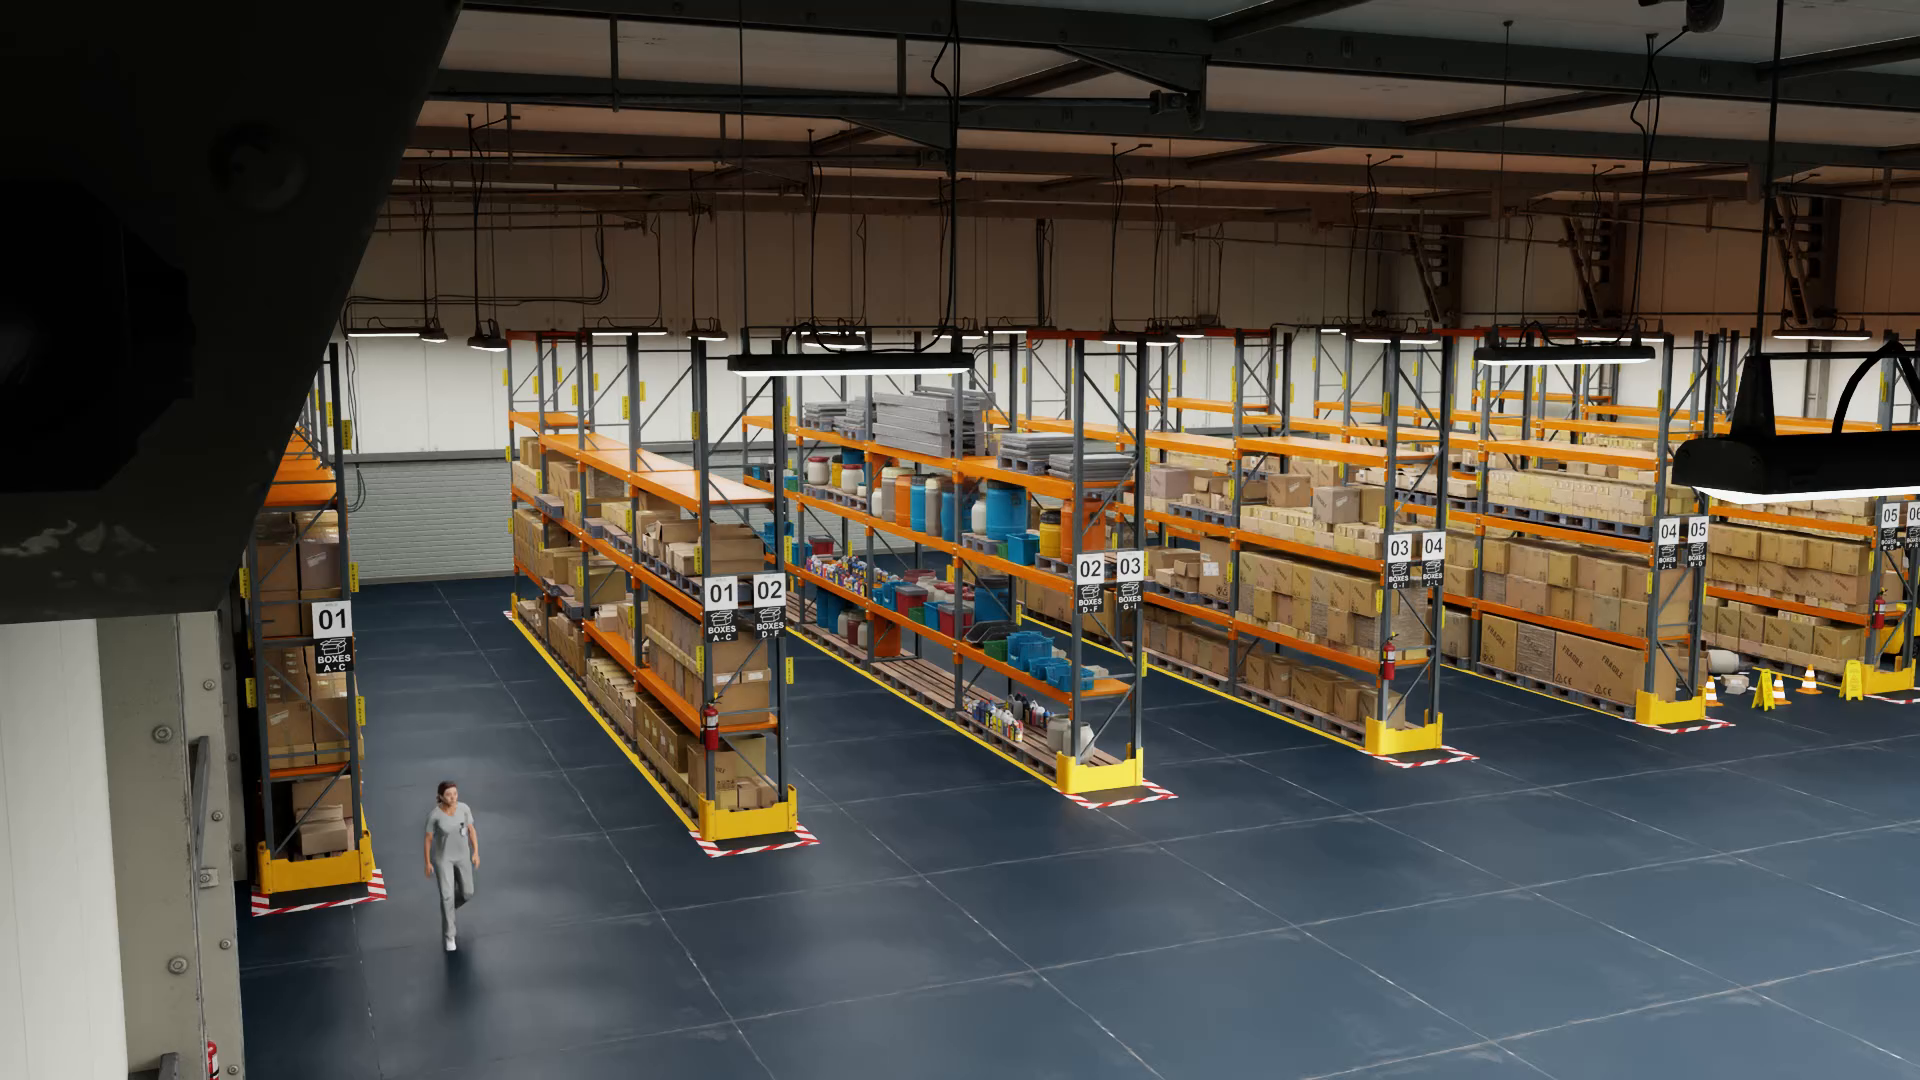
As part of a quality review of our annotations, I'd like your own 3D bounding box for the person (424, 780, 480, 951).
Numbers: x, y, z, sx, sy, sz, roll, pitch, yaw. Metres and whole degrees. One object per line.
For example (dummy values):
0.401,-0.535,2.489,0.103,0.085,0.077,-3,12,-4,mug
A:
-5.166,3.237,16.853,0.535,1.673,0.727,-5,9,-33,person
